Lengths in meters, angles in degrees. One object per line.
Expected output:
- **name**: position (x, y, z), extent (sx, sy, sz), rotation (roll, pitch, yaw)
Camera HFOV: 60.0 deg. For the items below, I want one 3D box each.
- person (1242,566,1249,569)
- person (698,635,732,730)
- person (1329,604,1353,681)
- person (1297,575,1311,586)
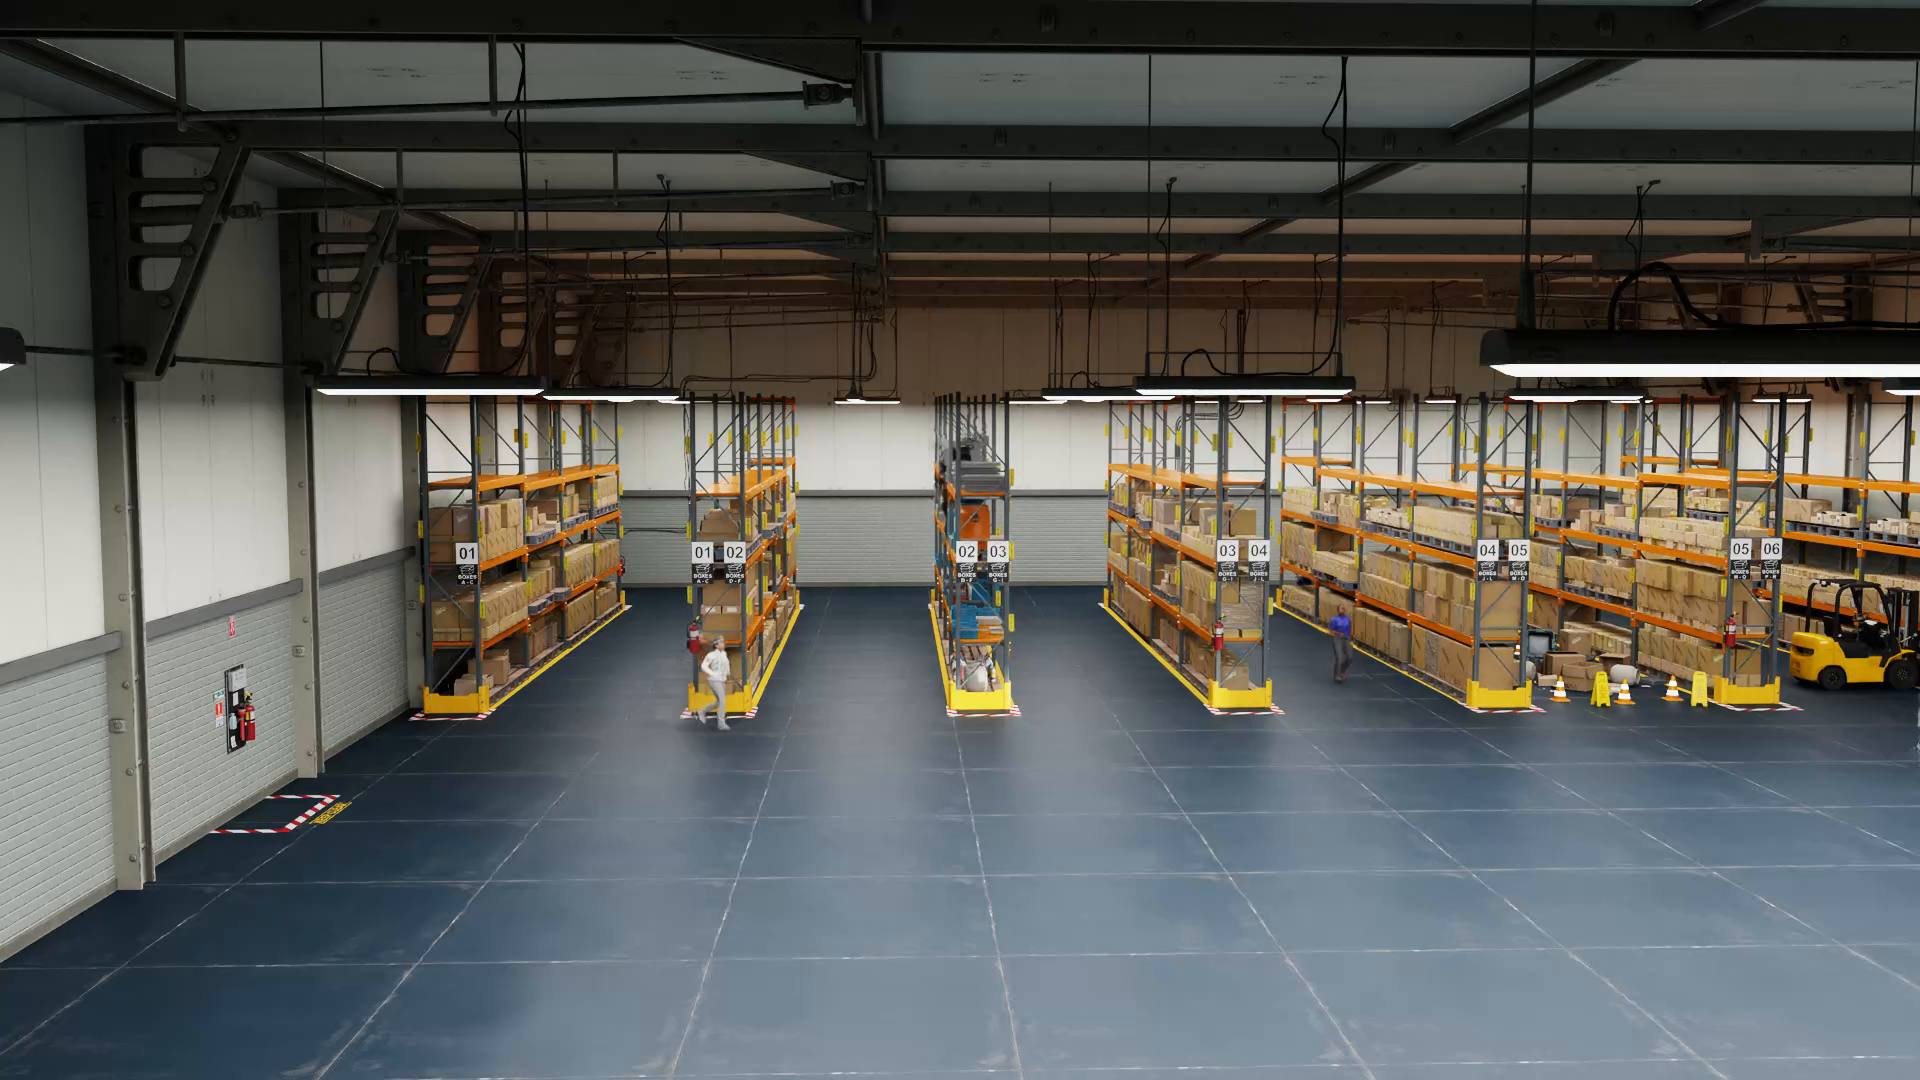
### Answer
- **person**: position (7.907, 1.064, 47.582), extent (0.722, 1.746, 0.680), rotation (2, 5, 25)
- **person**: position (-4.362, 2.535, 29.747), extent (0.753, 1.688, 0.616), rotation (2, 5, 27)
- **person**: position (7.955, 2.141, 34.513), extent (0.563, 1.618, 0.572), rotation (-1, 5, -12)
- **person**: position (10.224, 1.015, 49.086), extent (0.608, 1.545, 0.800), rotation (2, 5, 19)
